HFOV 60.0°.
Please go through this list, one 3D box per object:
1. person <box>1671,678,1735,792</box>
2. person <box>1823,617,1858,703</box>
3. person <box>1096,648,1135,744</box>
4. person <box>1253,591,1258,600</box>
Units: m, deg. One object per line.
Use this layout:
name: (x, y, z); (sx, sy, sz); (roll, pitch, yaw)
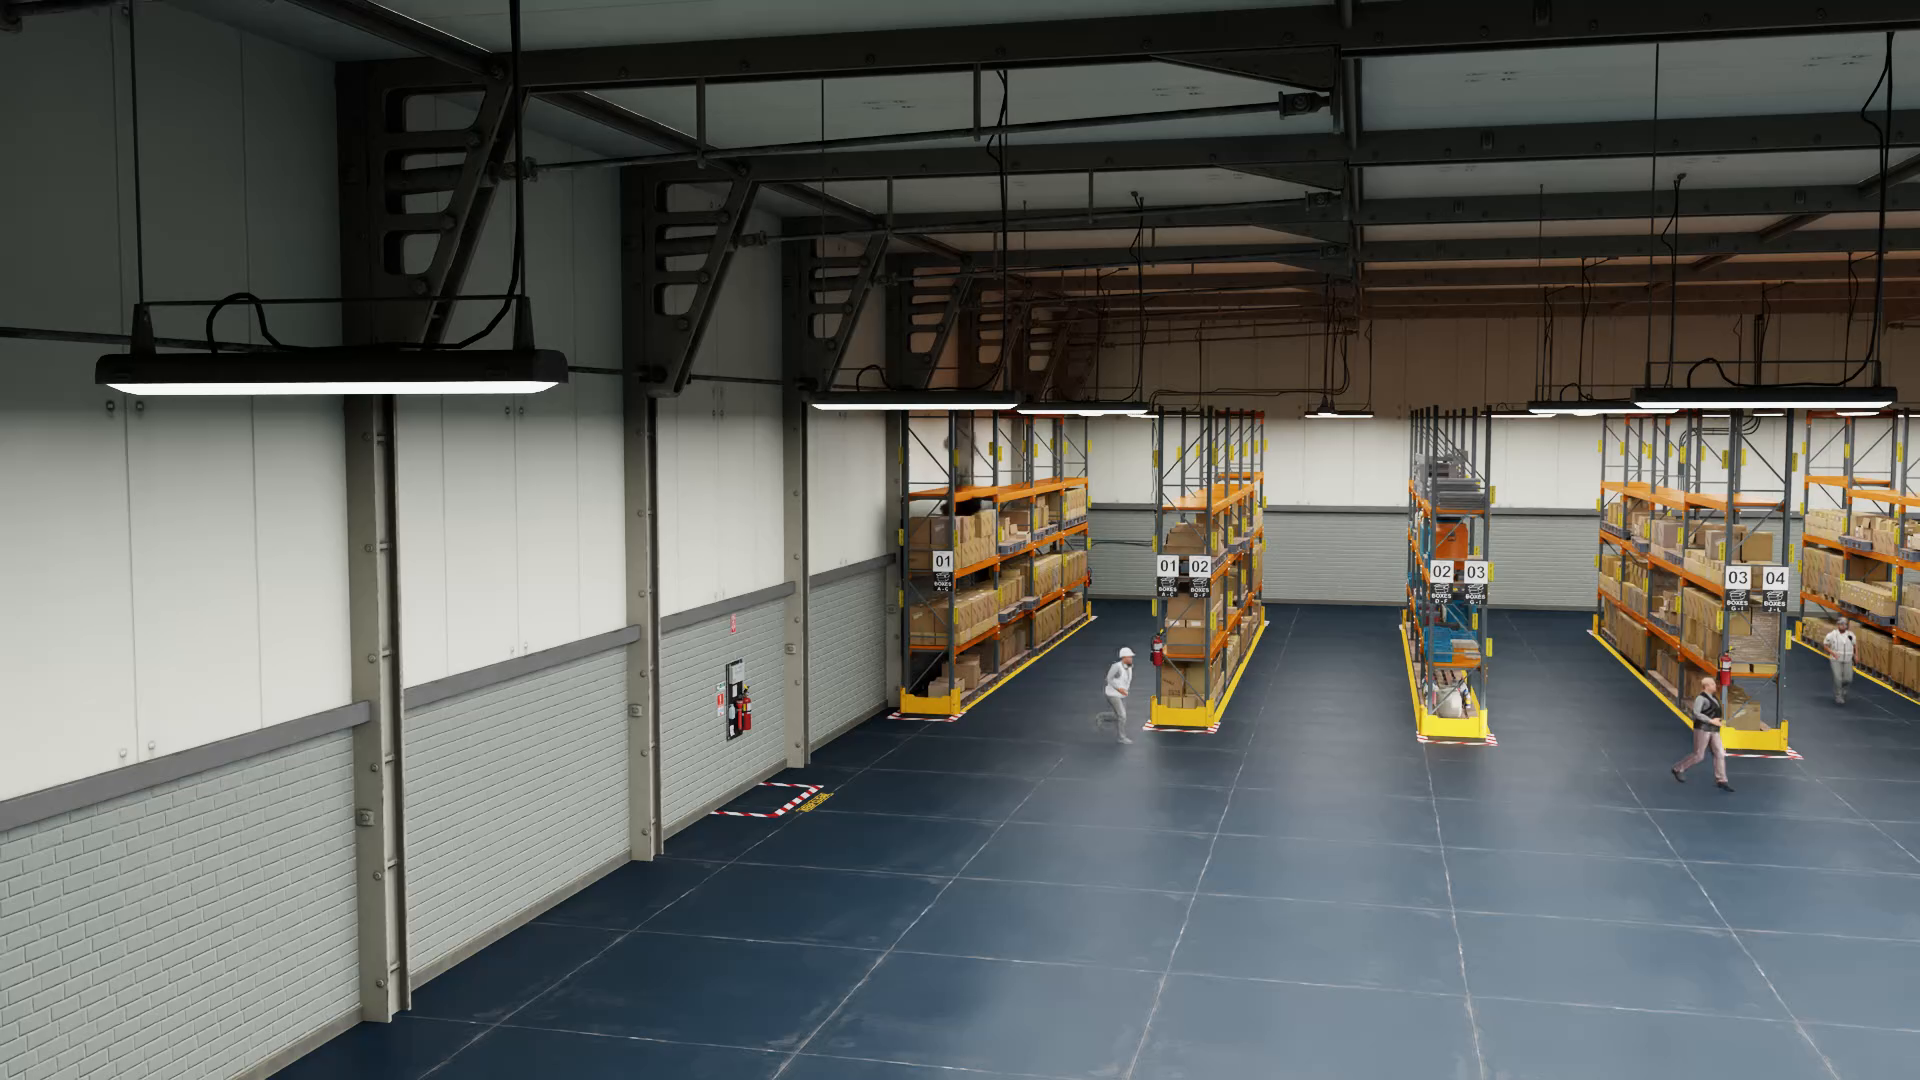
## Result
person: (11.633, 2.999, 25.874); (0.699, 1.721, 0.976); (-3, 5, -39)
person: (17.968, 2.432, 33.915); (0.665, 1.746, 0.577); (1, 4, 12)
person: (2.745, 2.754, 29.627); (0.847, 1.723, 0.636); (4, 6, 42)
person: (8.369, 1.457, 47.861); (0.729, 1.702, 0.733); (1, 4, 10)
